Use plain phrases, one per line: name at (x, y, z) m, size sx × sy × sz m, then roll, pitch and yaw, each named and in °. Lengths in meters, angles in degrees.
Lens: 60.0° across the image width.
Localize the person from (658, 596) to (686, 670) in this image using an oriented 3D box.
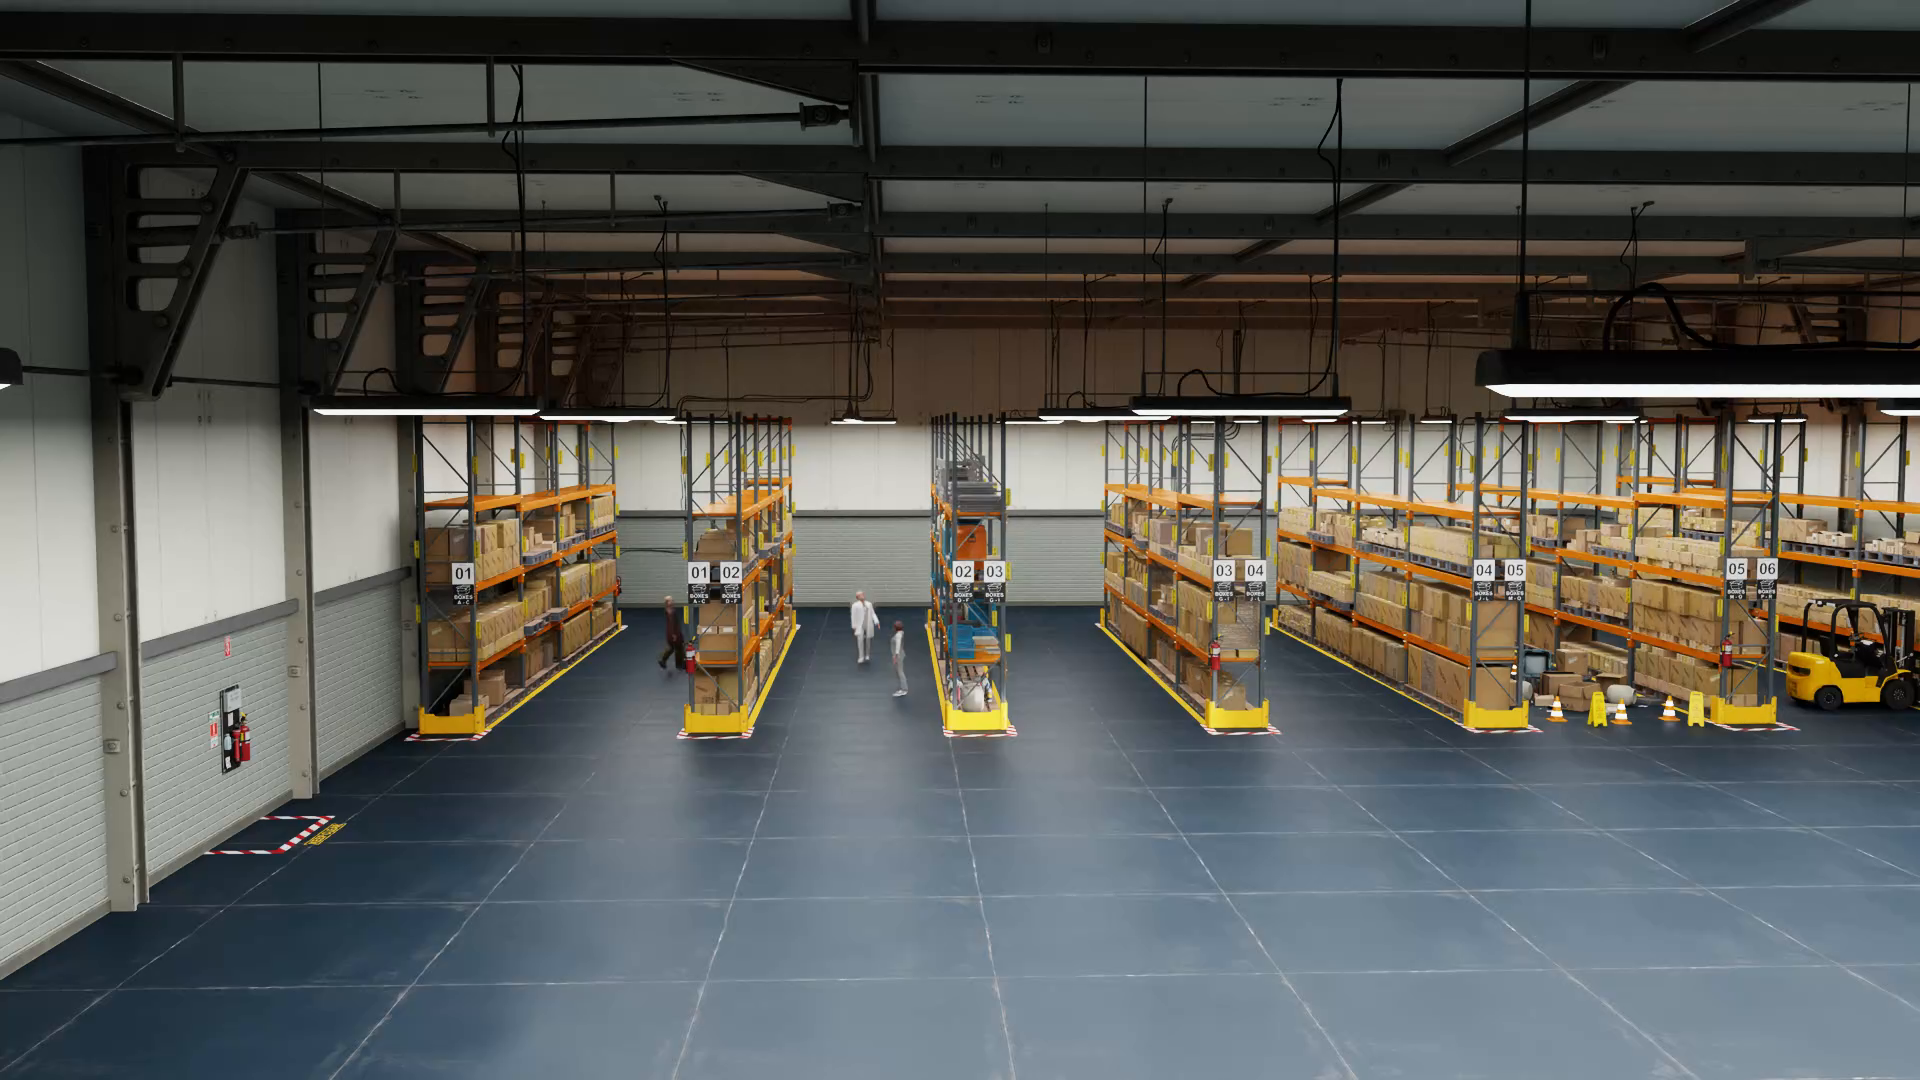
person at (-6.733, 2.173, 39.070) m, size 0.778 × 1.739 × 0.544 m, roll -3°, pitch 5°, yaw -40°

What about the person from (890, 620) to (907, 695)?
person at (-1.308, 2.536, 35.421) m, size 0.354 × 1.590 × 0.477 m, roll 0°, pitch 4°, yaw -5°

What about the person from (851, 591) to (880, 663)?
person at (-2.291, 2.100, 40.191) m, size 0.701 × 1.701 × 1.119 m, roll 0°, pitch 4°, yaw -3°
